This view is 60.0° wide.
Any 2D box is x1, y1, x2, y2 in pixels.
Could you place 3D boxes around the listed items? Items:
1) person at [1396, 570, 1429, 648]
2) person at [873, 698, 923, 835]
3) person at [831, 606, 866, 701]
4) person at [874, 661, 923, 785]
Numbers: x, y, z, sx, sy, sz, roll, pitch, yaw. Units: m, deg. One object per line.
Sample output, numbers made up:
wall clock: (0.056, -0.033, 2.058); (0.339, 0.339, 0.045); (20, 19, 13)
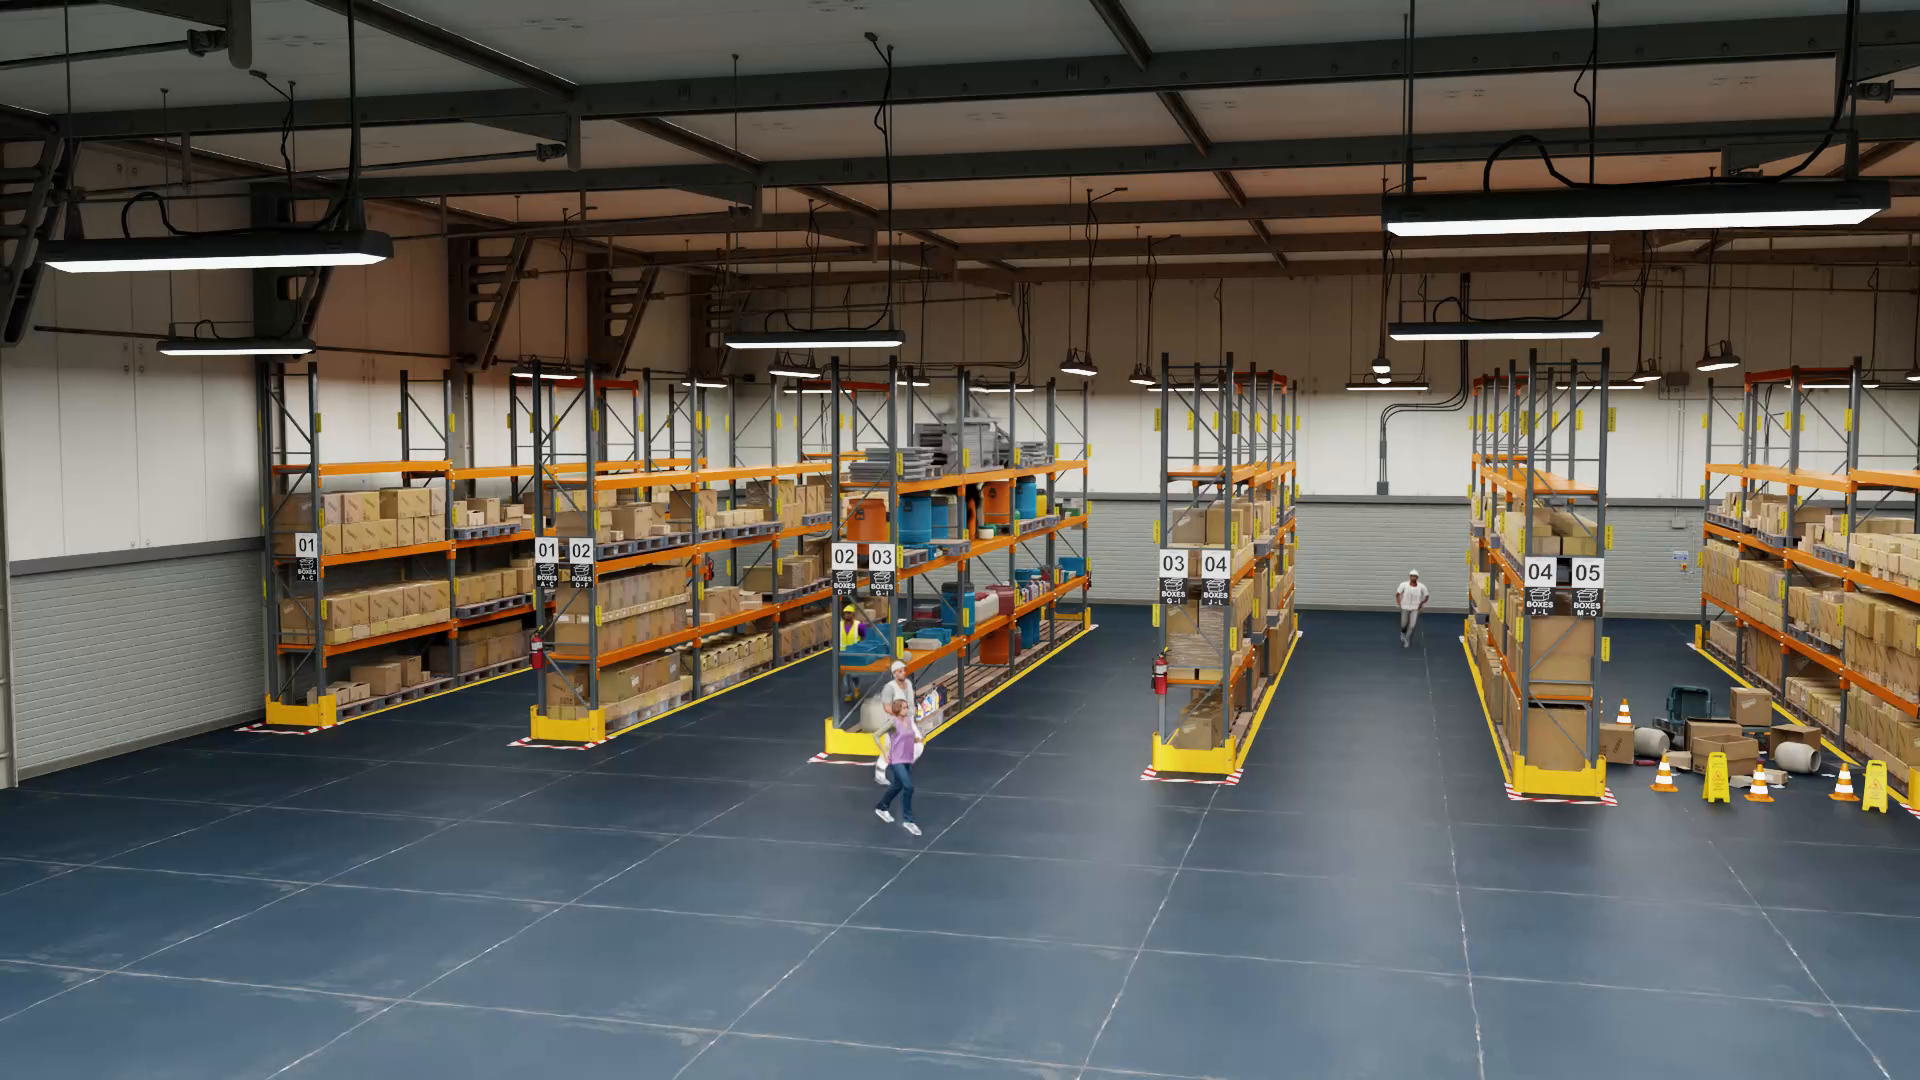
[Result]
person: (10.122, 1.533, 37.224); (0.723, 1.724, 0.605); (1, 4, 18)
person: (-0.754, 2.769, 20.403); (0.753, 1.609, 0.514); (3, 5, 32)
person: (-1.991, 2.042, 29.784); (0.692, 1.720, 0.589); (1, 4, 9)
person: (-0.802, 2.509, 22.650); (0.677, 1.754, 0.864); (-3, 5, -38)
